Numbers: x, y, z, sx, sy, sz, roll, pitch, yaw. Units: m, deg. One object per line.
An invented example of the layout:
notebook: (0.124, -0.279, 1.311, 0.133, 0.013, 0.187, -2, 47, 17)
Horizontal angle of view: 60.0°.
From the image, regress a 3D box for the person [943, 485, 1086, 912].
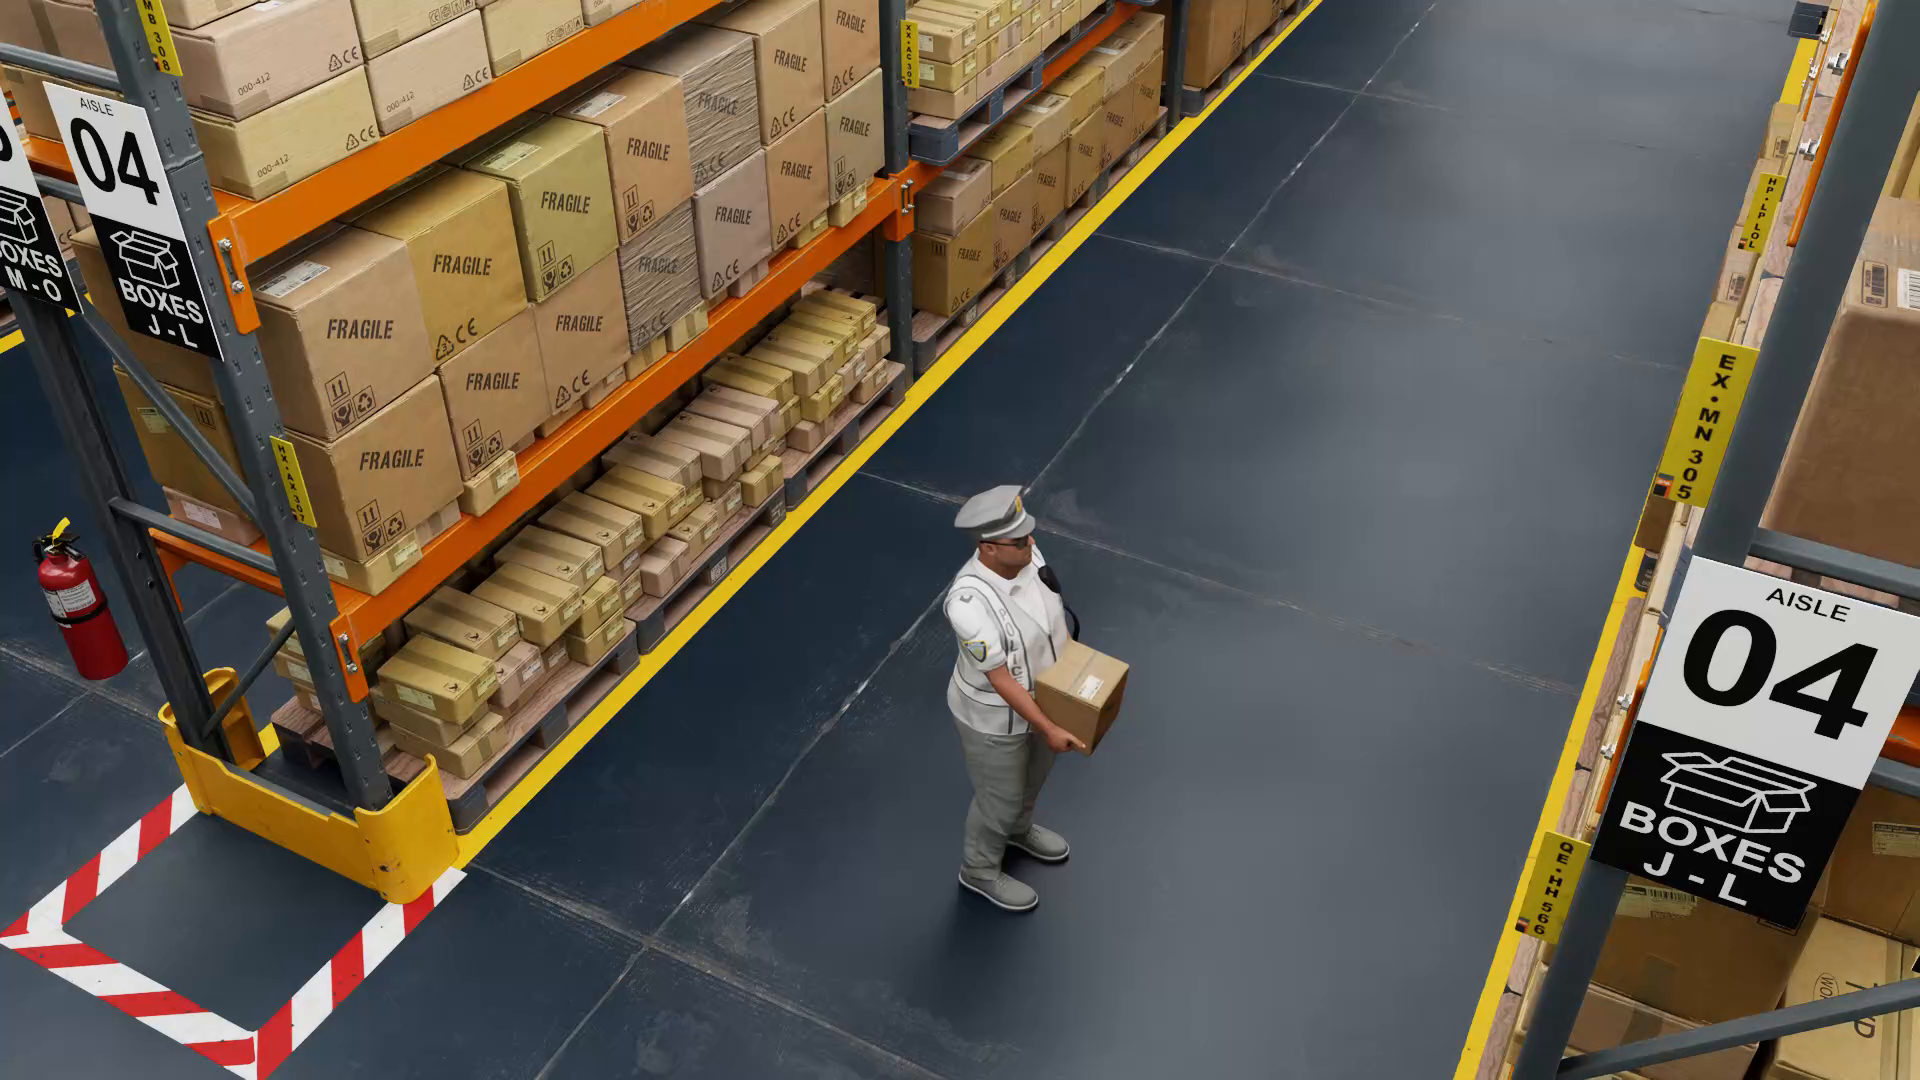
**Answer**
person: (0.251, 0.586, 5.970, 0.573, 1.767, 0.494, 18, 41, 22)
